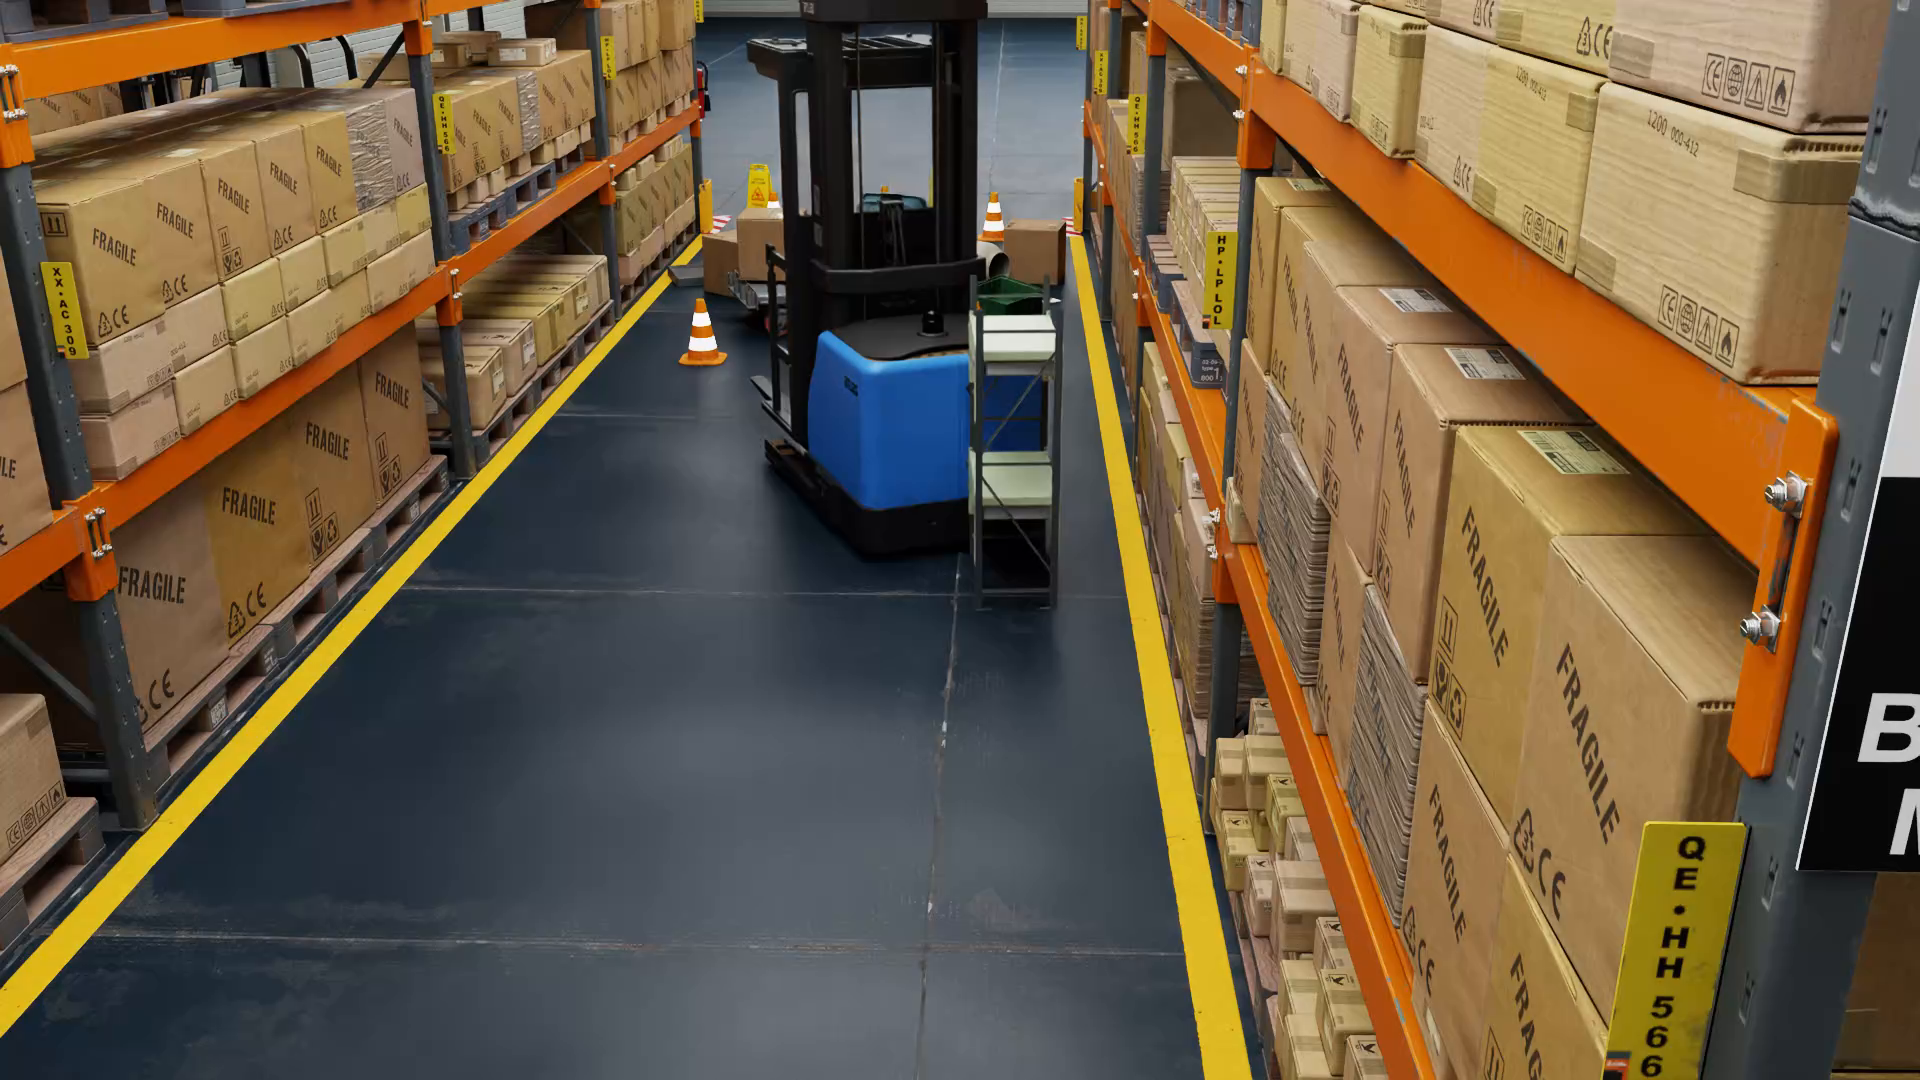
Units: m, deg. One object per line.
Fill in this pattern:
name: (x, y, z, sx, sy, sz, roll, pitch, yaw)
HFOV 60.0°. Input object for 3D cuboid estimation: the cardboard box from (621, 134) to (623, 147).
cardboard box: (-3.009, -3.306, 13.750, 0.380, 0.149, 0.250, 1, 21, 3)

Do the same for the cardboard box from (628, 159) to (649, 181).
cardboard box: (-2.930, -3.228, 14.488, 0.380, 0.149, 0.250, 1, 21, 4)

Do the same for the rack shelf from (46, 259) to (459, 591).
rack shelf: (-3.478, -0.716, 7.723, 1.077, 0.370, 4.000, 1, 21, 2)

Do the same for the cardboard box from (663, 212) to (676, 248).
cardboard box: (-2.963, -2.909, 15.601, 0.500, 0.250, 0.500, 0, 21, 0)

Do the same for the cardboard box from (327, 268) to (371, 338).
cardboard box: (-3.204, -1.152, 8.059, 0.500, 0.250, 0.500, 0, 21, 1)

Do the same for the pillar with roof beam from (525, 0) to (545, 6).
pillar with roof beam: (-4.207, -13.736, 31.991, 9.100, 9.000, 0.400, 1, 21, 2)

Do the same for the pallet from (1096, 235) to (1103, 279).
pallet: (1.791, -2.619, 15.488, 1.003, 0.211, 1.213, 1, 21, 2)

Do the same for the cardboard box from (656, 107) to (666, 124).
cardboard box: (-2.940, -3.949, 15.408, 0.380, 0.149, 0.250, 0, 21, 1)

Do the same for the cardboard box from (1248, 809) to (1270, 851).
cardboard box: (1.163, 0.904, 5.501, 0.380, 0.149, 0.250, 1, 21, 2)

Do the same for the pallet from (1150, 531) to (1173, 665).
pallet: (1.469, 0.266, 8.052, 1.003, 0.211, 1.213, 1, 21, 2)

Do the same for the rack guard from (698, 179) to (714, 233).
rack guard: (-3.176, -3.474, 17.292, 1.175, 0.500, 0.348, 1, 21, 2)

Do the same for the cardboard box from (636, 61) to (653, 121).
cardboard box: (-2.983, -3.925, 14.450, 0.500, 0.500, 0.500, 0, 21, 1)

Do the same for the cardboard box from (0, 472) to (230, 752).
cardboard box: (-3.600, 0.241, 6.617, 0.875, 0.875, 0.875, 1, 21, 3)

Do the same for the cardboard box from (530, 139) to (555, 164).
cardboard box: (-3.081, -2.742, 11.715, 0.380, 0.149, 0.250, 1, 21, 2)

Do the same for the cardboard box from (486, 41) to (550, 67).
cardboard box: (-3.077, -3.386, 11.583, 0.380, 0.149, 0.250, 0, 21, -1)

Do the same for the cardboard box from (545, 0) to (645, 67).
cardboard box: (-3.028, -4.214, 13.810, 0.700, 0.500, 0.500, 1, 21, 2)

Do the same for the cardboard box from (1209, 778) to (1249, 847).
cardboard box: (1.080, 0.951, 5.792, 0.380, 0.149, 0.250, 0, 21, -1)

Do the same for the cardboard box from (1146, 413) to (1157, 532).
cardboard box: (1.245, -0.352, 8.666, 0.500, 0.500, 0.500, 1, 21, 2)

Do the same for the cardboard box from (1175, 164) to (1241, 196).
cardboard box: (1.321, -1.851, 8.596, 0.380, 0.149, 0.250, 0, 21, 0)

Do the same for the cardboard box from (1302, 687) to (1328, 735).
cardboard box: (1.085, 0.382, 4.245, 0.380, 0.149, 0.250, 2, 21, 4)

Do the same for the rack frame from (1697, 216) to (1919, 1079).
rack frame: (1.290, 1.136, 1.955, 1.000, 3.000, 0.127, 1, 21, 2)

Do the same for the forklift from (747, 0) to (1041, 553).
forklift: (-0.550, -1.799, 9.613, 1.130, 2.935, 3.031, -8, 23, -20)

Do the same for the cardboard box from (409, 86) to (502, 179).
cardboard box: (-3.163, -2.504, 10.207, 0.500, 0.500, 0.500, 2, 21, 4)

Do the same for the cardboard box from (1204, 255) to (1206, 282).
cardboard box: (1.263, -1.151, 7.203, 0.380, 0.149, 0.250, 1, 21, 2)

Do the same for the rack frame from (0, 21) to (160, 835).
rack frame: (-3.539, -0.328, 5.729, 1.000, 3.000, 0.127, 1, 21, 2)

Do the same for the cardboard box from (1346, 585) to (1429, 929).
cardboard box: (1.073, 0.416, 3.262, 0.500, 0.500, 0.500, 1, 21, 2)

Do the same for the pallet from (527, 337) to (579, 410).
pallet: (-3.352, -1.197, 11.823, 1.003, 0.211, 1.213, 1, 21, 2)

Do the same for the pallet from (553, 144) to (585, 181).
pallet: (-3.464, -2.857, 12.510, 1.003, 0.211, 1.213, 1, 21, 2)

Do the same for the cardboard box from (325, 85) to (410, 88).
cardboard box: (-3.676, -2.510, 10.222, 0.500, 0.500, 0.500, 0, 21, 1)

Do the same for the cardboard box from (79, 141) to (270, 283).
cardboard box: (-3.232, -1.363, 6.874, 0.500, 0.500, 0.500, 0, 21, 0)

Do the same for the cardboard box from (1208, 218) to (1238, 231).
cardboard box: (1.270, -1.285, 7.138, 0.380, 0.149, 0.250, 0, 21, -1)

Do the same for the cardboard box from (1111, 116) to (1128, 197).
cardboard box: (1.338, -2.699, 11.700, 0.500, 0.500, 0.500, 1, 21, 1)

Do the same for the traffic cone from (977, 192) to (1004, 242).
traffic cone: (0.342, -3.290, 16.869, 0.336, 0.463, 0.334, 1, 21, 2)

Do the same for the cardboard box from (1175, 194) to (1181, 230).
cardboard box: (1.312, -1.703, 8.628, 0.380, 0.149, 0.250, 2, 21, 4)

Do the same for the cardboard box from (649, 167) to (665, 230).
cardboard box: (-2.986, -3.076, 14.994, 0.500, 0.500, 0.500, 2, 21, 4)

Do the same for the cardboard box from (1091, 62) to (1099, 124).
cardboard box: (1.674, -4.184, 15.459, 0.875, 0.550, 0.550, 1, 21, 2)

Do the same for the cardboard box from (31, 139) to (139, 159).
cardboard box: (-3.733, -1.376, 6.907, 0.500, 0.500, 0.500, 1, 21, 3)

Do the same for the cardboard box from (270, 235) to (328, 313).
cardboard box: (-3.200, -1.201, 7.495, 0.500, 0.250, 0.500, 0, 21, 0)

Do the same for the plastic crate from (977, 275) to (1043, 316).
plastic crate: (0.351, -1.996, 13.835, 0.450, 0.188, 0.662, 23, 29, 25)

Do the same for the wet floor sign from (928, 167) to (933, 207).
wet floor sign: (-0.201, -3.584, 17.374, 0.267, 0.644, 0.232, -3, 21, -8)

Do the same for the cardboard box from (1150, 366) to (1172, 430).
cardboard box: (1.255, -0.707, 8.542, 0.500, 0.250, 0.500, 0, 21, 1)

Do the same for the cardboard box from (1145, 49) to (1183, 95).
cardboard box: (1.600, -2.985, 11.055, 0.700, 0.500, 0.500, 0, 21, 1)

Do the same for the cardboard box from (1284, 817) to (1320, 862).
cardboard box: (1.183, 0.953, 4.964, 0.380, 0.149, 0.250, 0, 21, 0)

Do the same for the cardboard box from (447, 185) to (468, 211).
cardboard box: (-3.179, -2.071, 9.986, 0.380, 0.149, 0.250, -1, 21, -2)

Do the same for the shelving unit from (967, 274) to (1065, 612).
shelving unit: (0.261, -0.488, 8.212, 0.431, 1.500, 0.755, -1, 21, -2)

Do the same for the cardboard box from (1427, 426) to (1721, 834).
cardboard box: (1.071, 0.133, 2.608, 0.500, 0.500, 0.500, 0, 21, 0)

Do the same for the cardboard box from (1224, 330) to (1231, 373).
cardboard box: (1.243, -0.719, 6.502, 0.380, 0.149, 0.250, 1, 21, 1)

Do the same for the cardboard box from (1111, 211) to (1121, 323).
cardboard box: (1.726, -2.125, 12.887, 1.050, 0.750, 0.750, 1, 21, 1)

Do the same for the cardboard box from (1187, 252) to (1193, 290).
cardboard box: (1.290, -1.287, 7.967, 0.380, 0.149, 0.250, 1, 21, 3)

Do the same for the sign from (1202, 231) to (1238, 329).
sign: (0.857, -0.855, 5.485, 0.100, 0.325, 0.005, 1, 21, 2)

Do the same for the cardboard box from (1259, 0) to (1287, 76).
cardboard box: (1.134, -1.475, 4.743, 0.500, 0.250, 0.500, 2, 21, 4)

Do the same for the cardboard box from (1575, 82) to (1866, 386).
cardboard box: (1.040, -0.360, 1.871, 0.500, 0.250, 0.500, 0, 21, 0)

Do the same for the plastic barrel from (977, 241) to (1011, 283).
plastic barrel: (0.157, -2.429, 14.704, 0.512, 0.421, 0.421, 18, 27, 38)

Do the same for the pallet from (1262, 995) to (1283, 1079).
pallet: (1.393, 1.675, 4.420, 1.003, 0.211, 1.213, 1, 21, 2)

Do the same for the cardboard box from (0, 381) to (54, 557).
cardboard box: (-3.297, -0.205, 5.271, 0.500, 0.500, 0.500, 1, 21, 2)

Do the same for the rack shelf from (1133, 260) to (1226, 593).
rack shelf: (1.473, -0.698, 7.676, 1.077, 0.370, 4.000, 1, 21, 2)

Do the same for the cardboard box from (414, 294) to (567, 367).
cardboard box: (-3.347, -1.491, 11.776, 0.950, 0.372, 0.625, 1, 21, 3)

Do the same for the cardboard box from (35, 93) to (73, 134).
cardboard box: (-7.983, -3.667, 14.195, 0.500, 0.500, 0.500, 1, 21, 3)
